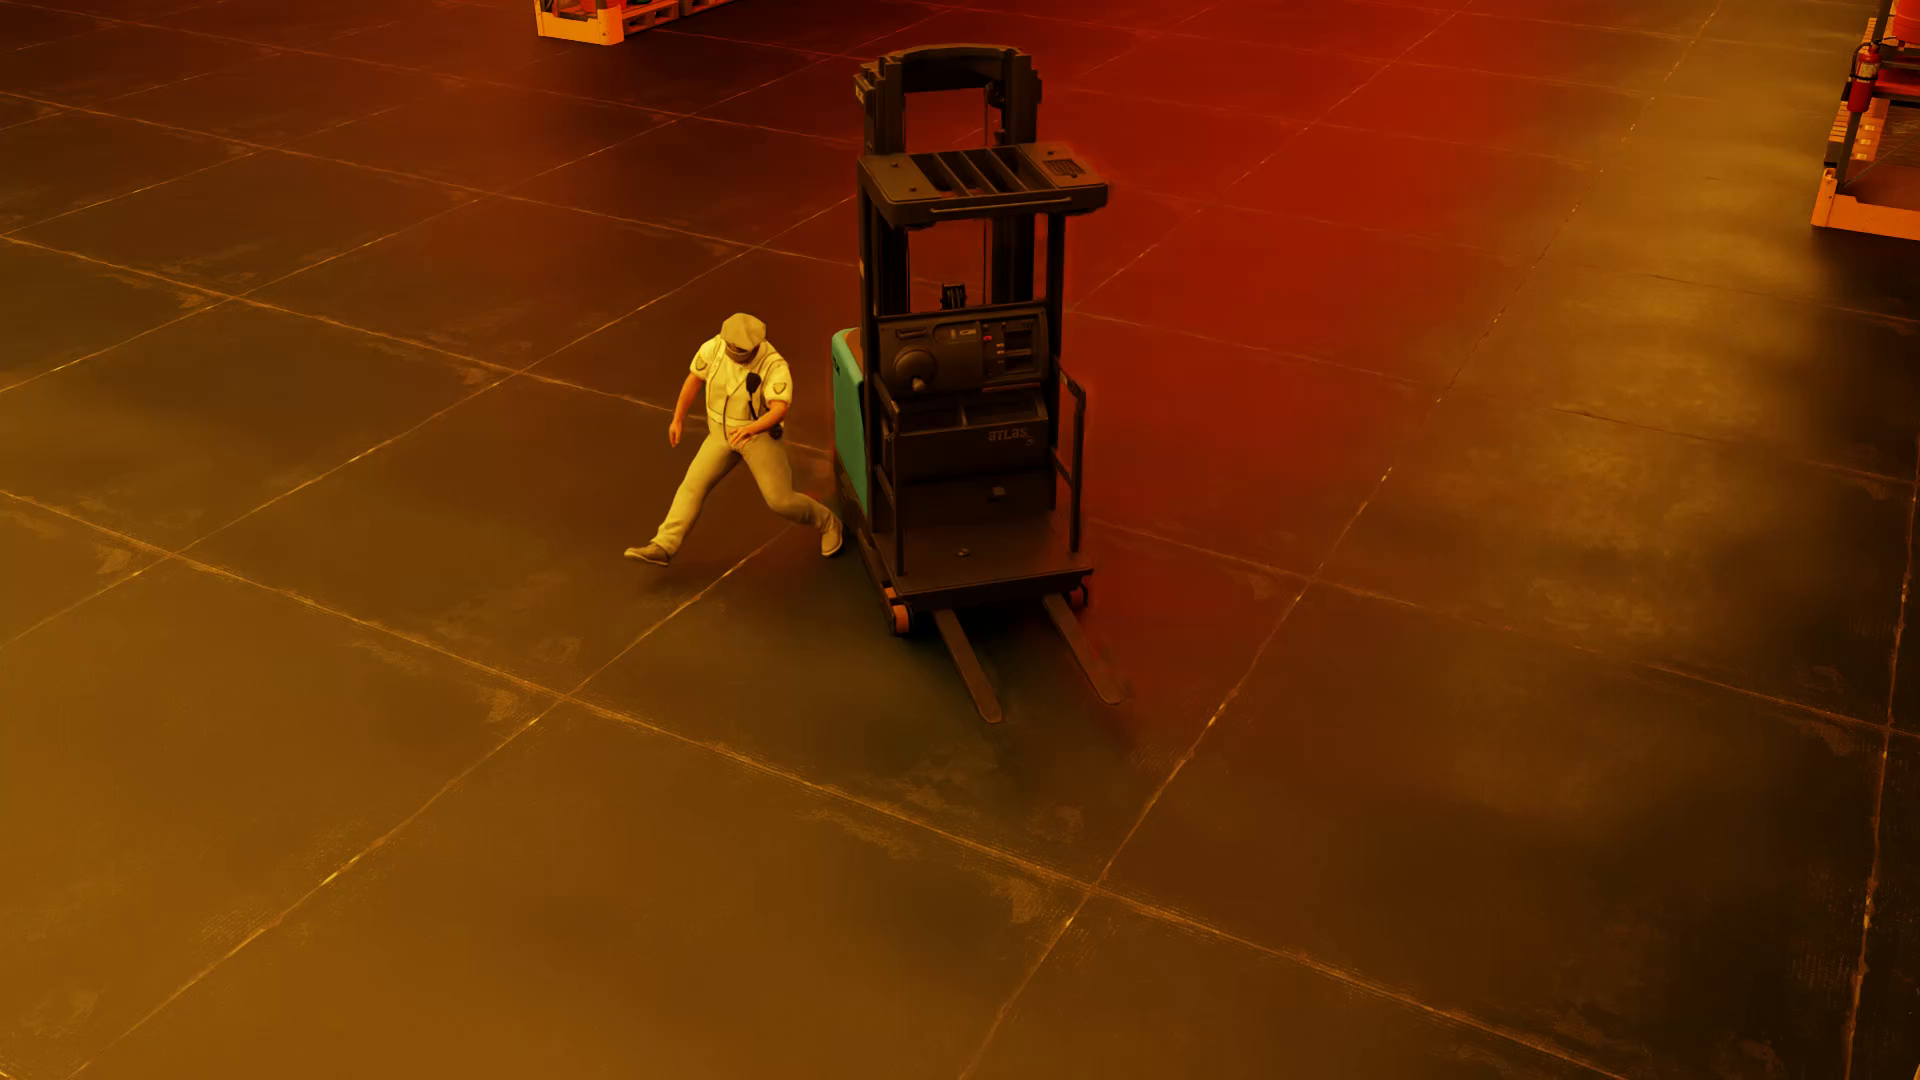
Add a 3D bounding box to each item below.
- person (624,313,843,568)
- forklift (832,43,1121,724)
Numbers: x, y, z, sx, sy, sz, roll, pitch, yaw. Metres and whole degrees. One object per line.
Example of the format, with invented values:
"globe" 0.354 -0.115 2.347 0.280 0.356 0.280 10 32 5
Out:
"person" -1.297 -0.494 9.400 0.979 1.473 1.130 13 33 22
"forklift" 0.081 -0.965 8.743 1.130 2.935 3.031 -8 31 -13
